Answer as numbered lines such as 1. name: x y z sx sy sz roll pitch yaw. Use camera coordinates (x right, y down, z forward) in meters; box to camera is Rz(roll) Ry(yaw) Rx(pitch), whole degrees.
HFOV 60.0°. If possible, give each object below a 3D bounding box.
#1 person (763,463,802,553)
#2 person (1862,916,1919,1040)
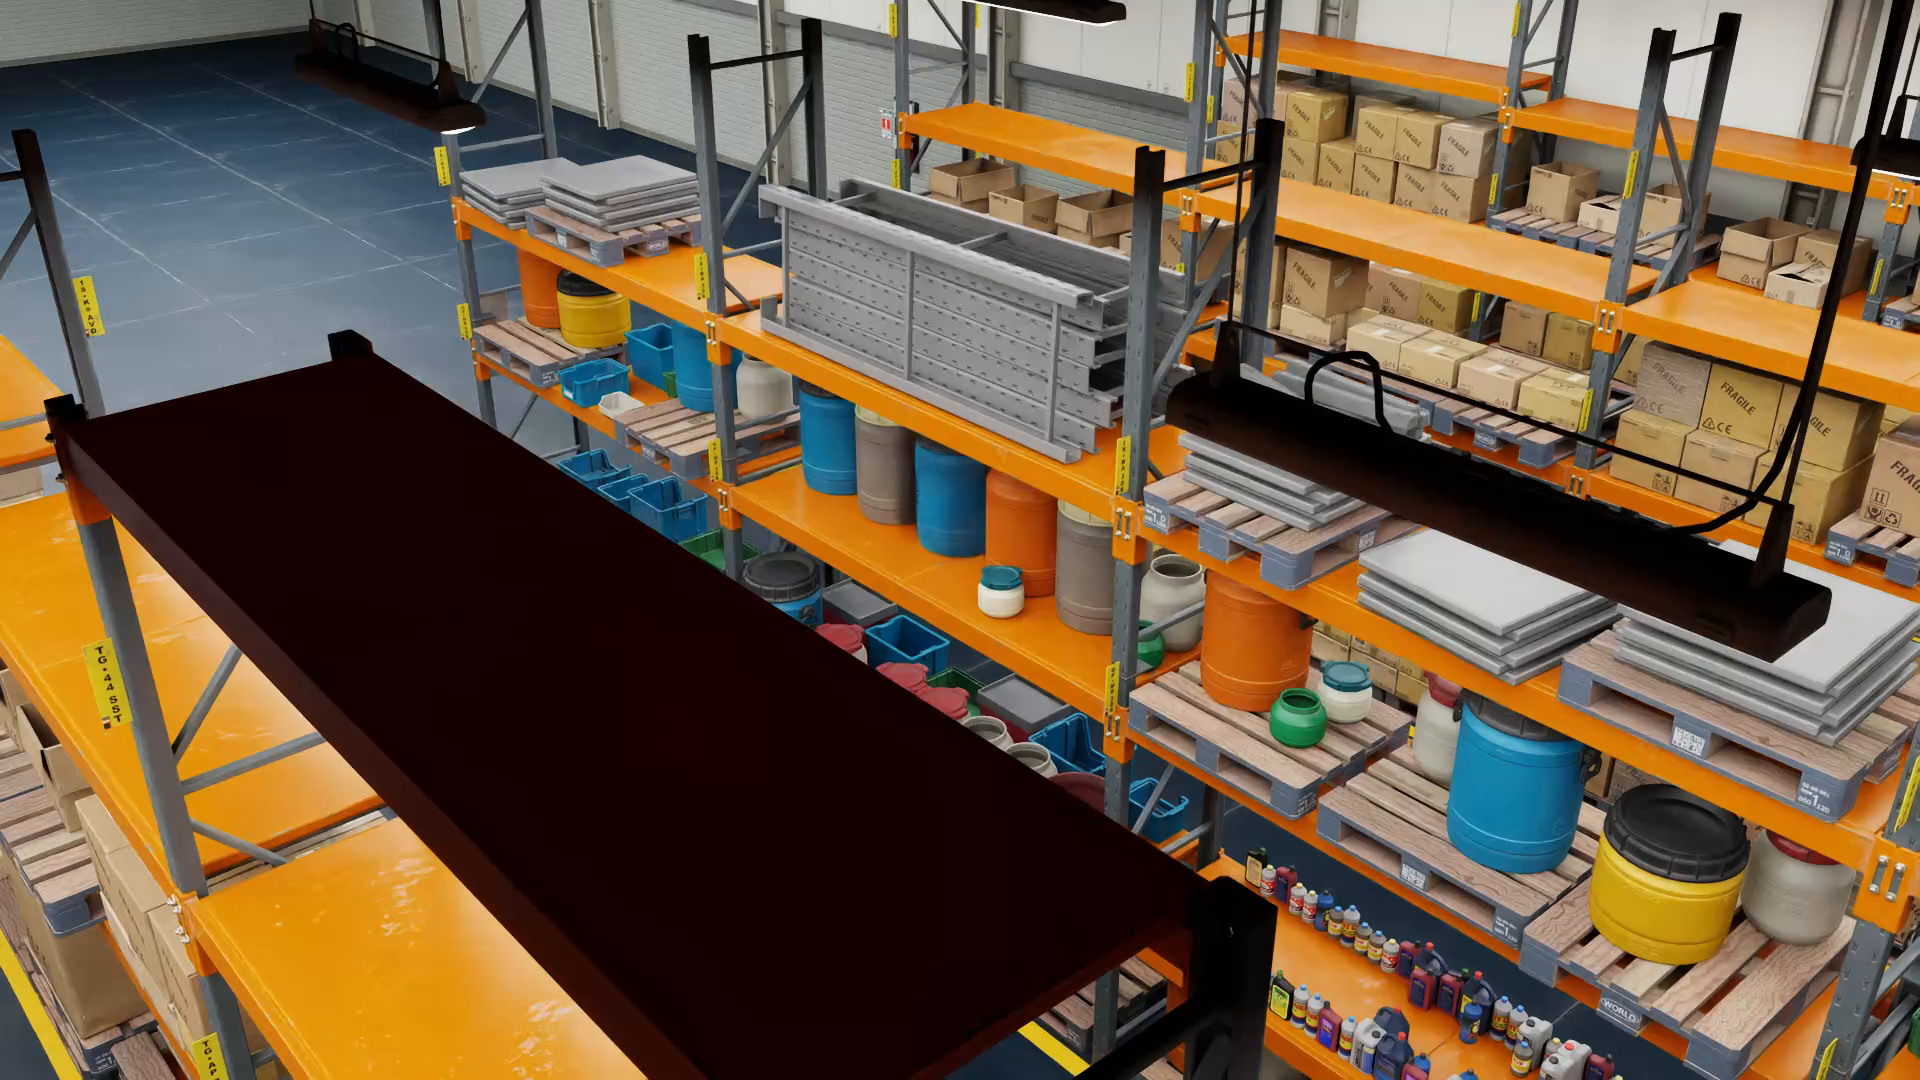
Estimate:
1. person: -1.651 -0.491 16.568 0.597 1.745 0.527 -15 31 -27
2. person: 6.018 2.713 10.395 0.543 1.623 1.024 -24 35 -38
